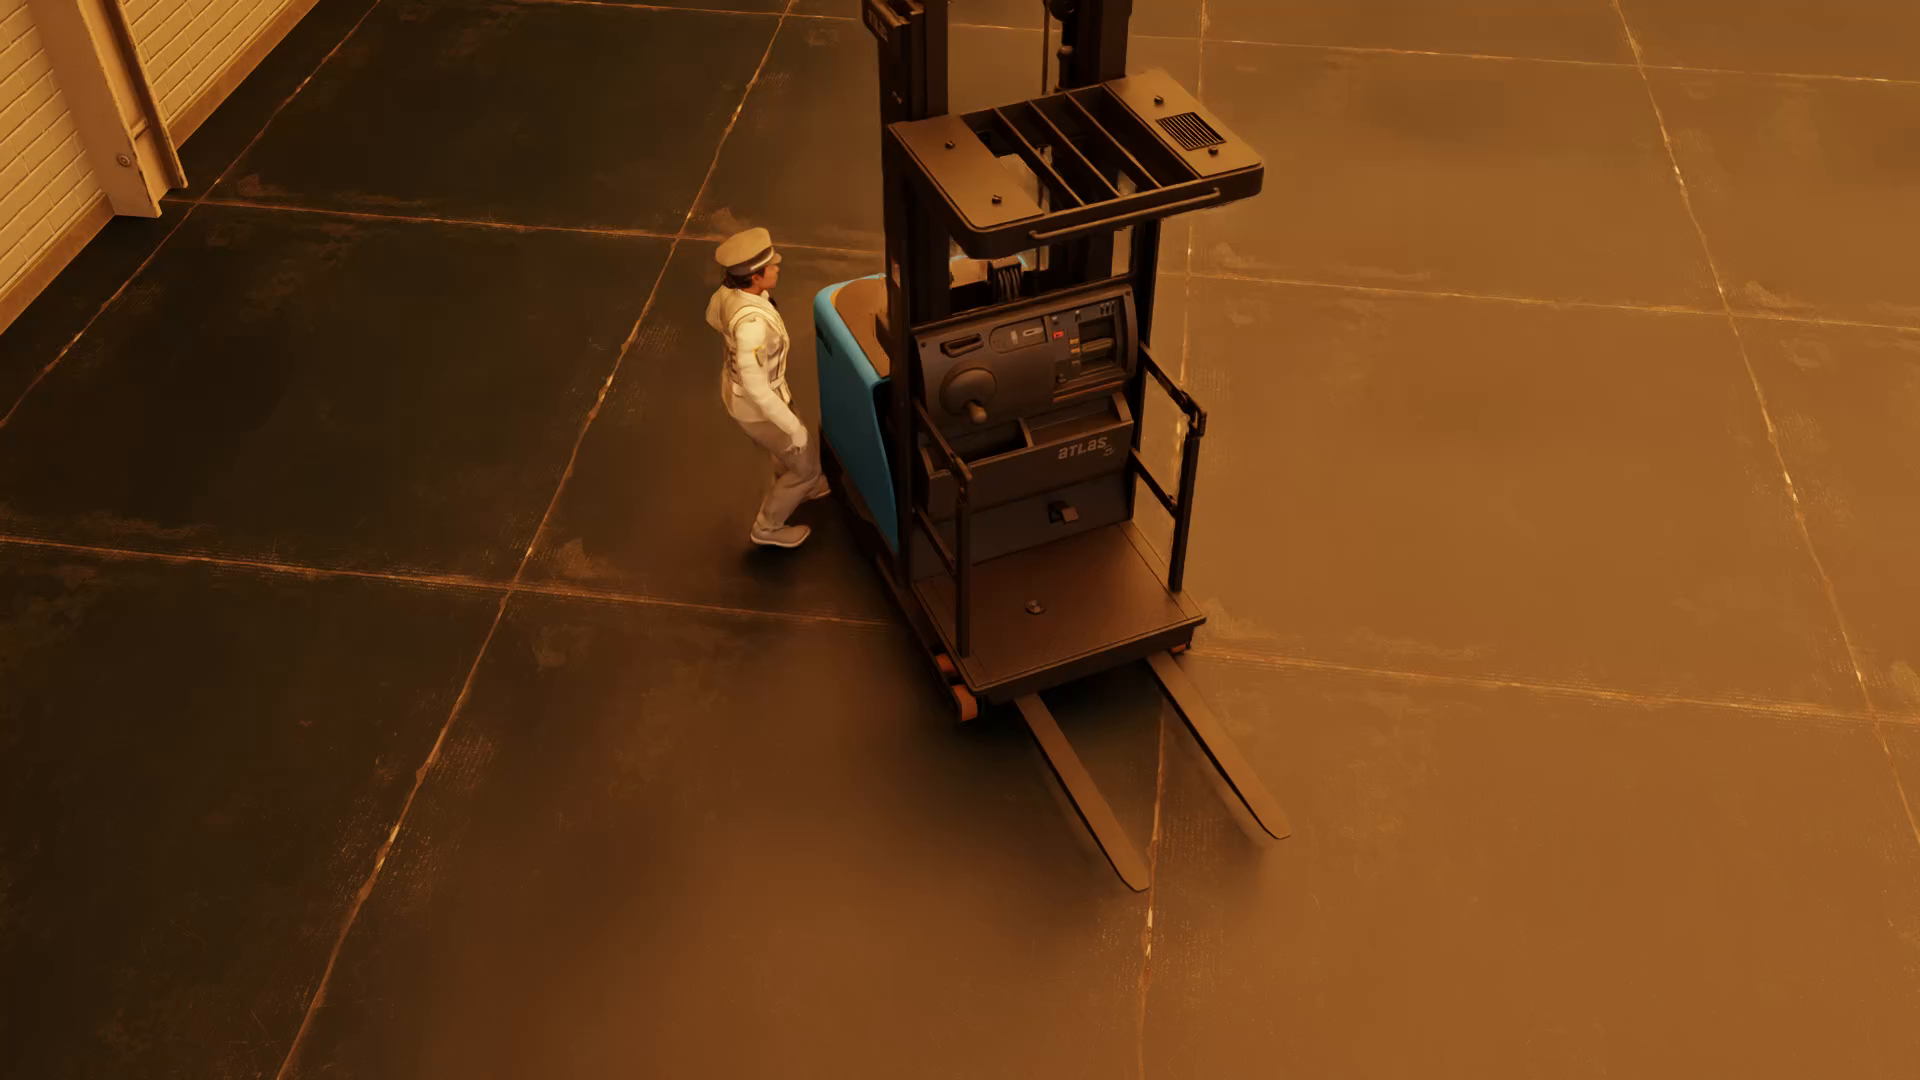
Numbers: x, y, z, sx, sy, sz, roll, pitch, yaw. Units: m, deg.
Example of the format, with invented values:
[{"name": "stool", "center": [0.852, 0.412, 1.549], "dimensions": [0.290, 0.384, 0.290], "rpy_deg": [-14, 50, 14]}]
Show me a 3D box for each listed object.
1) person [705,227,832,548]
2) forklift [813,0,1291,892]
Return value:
[{"name": "person", "center": [-0.795, -0.657, 7.414], "dimensions": [0.524, 1.631, 0.814], "rpy_deg": [-13, 44, -14]}, {"name": "forklift", "center": [0.361, -0.644, 6.425], "dimensions": [1.130, 2.935, 3.031], "rpy_deg": [-16, 45, -17]}]
